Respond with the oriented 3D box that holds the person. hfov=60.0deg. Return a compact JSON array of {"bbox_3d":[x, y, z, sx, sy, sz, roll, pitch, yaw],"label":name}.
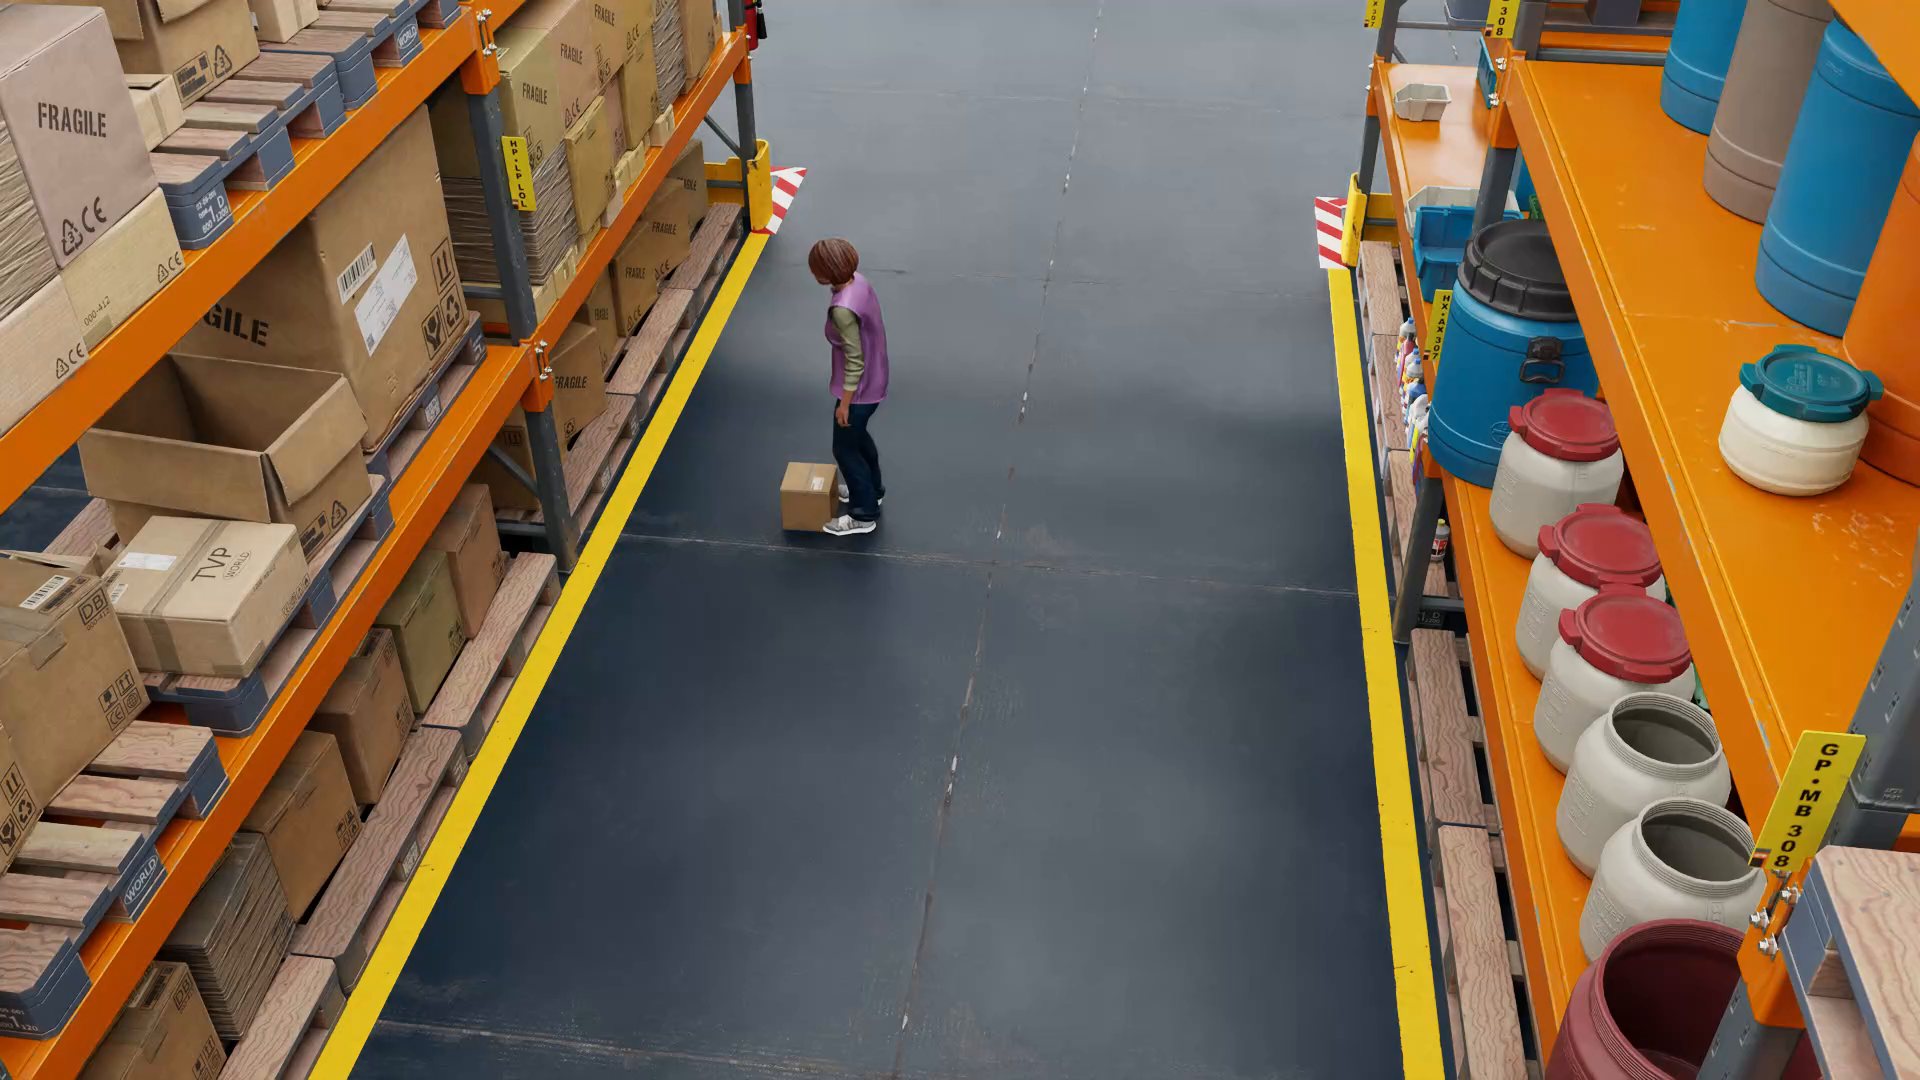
[{"bbox_3d":[-0.518,-0.742,8.045,0.348,1.591,0.480,2,37,3],"label":"person"}]
